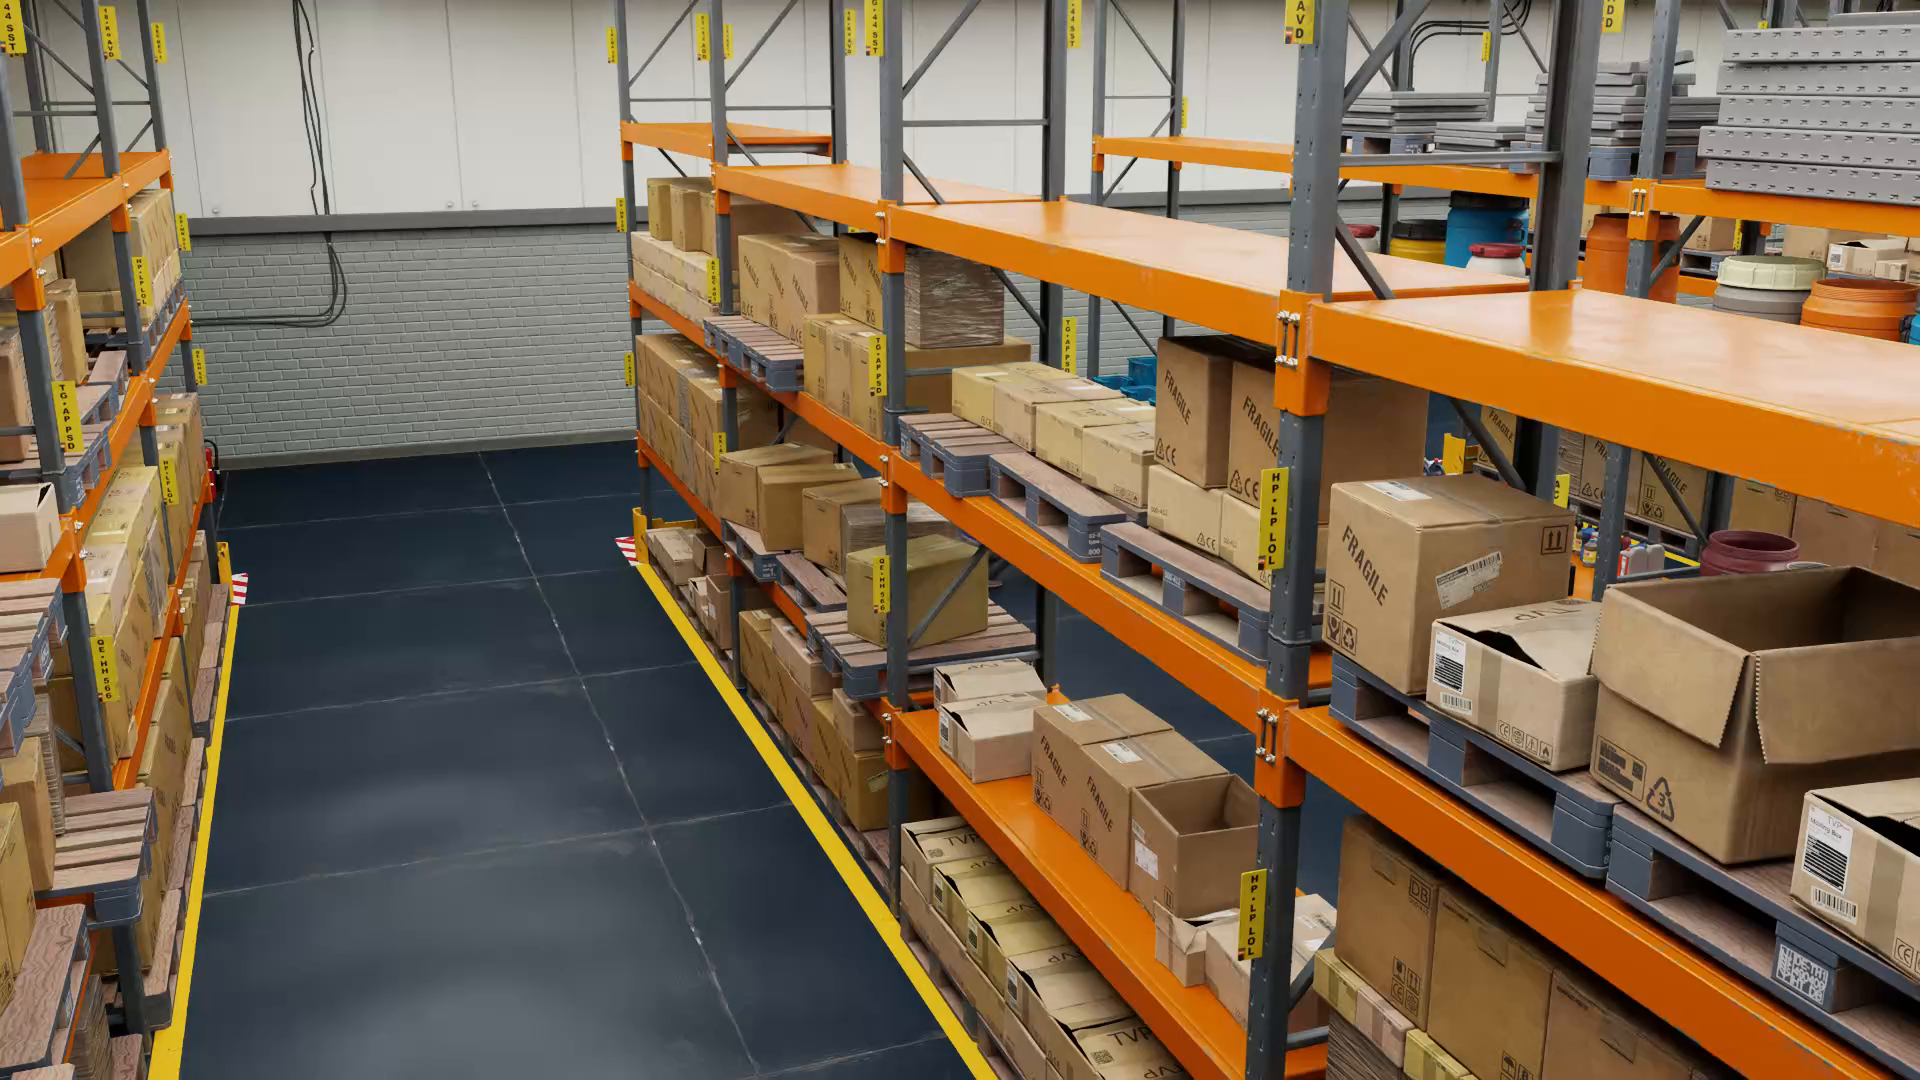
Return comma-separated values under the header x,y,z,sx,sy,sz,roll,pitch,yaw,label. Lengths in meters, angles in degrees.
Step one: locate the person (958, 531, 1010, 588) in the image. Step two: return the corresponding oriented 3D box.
x,y,z,sx,sy,sz,roll,pitch,yaw,label
0.327,-0.027,16.001,0.826,0.934,0.491,-6,17,-21,person
